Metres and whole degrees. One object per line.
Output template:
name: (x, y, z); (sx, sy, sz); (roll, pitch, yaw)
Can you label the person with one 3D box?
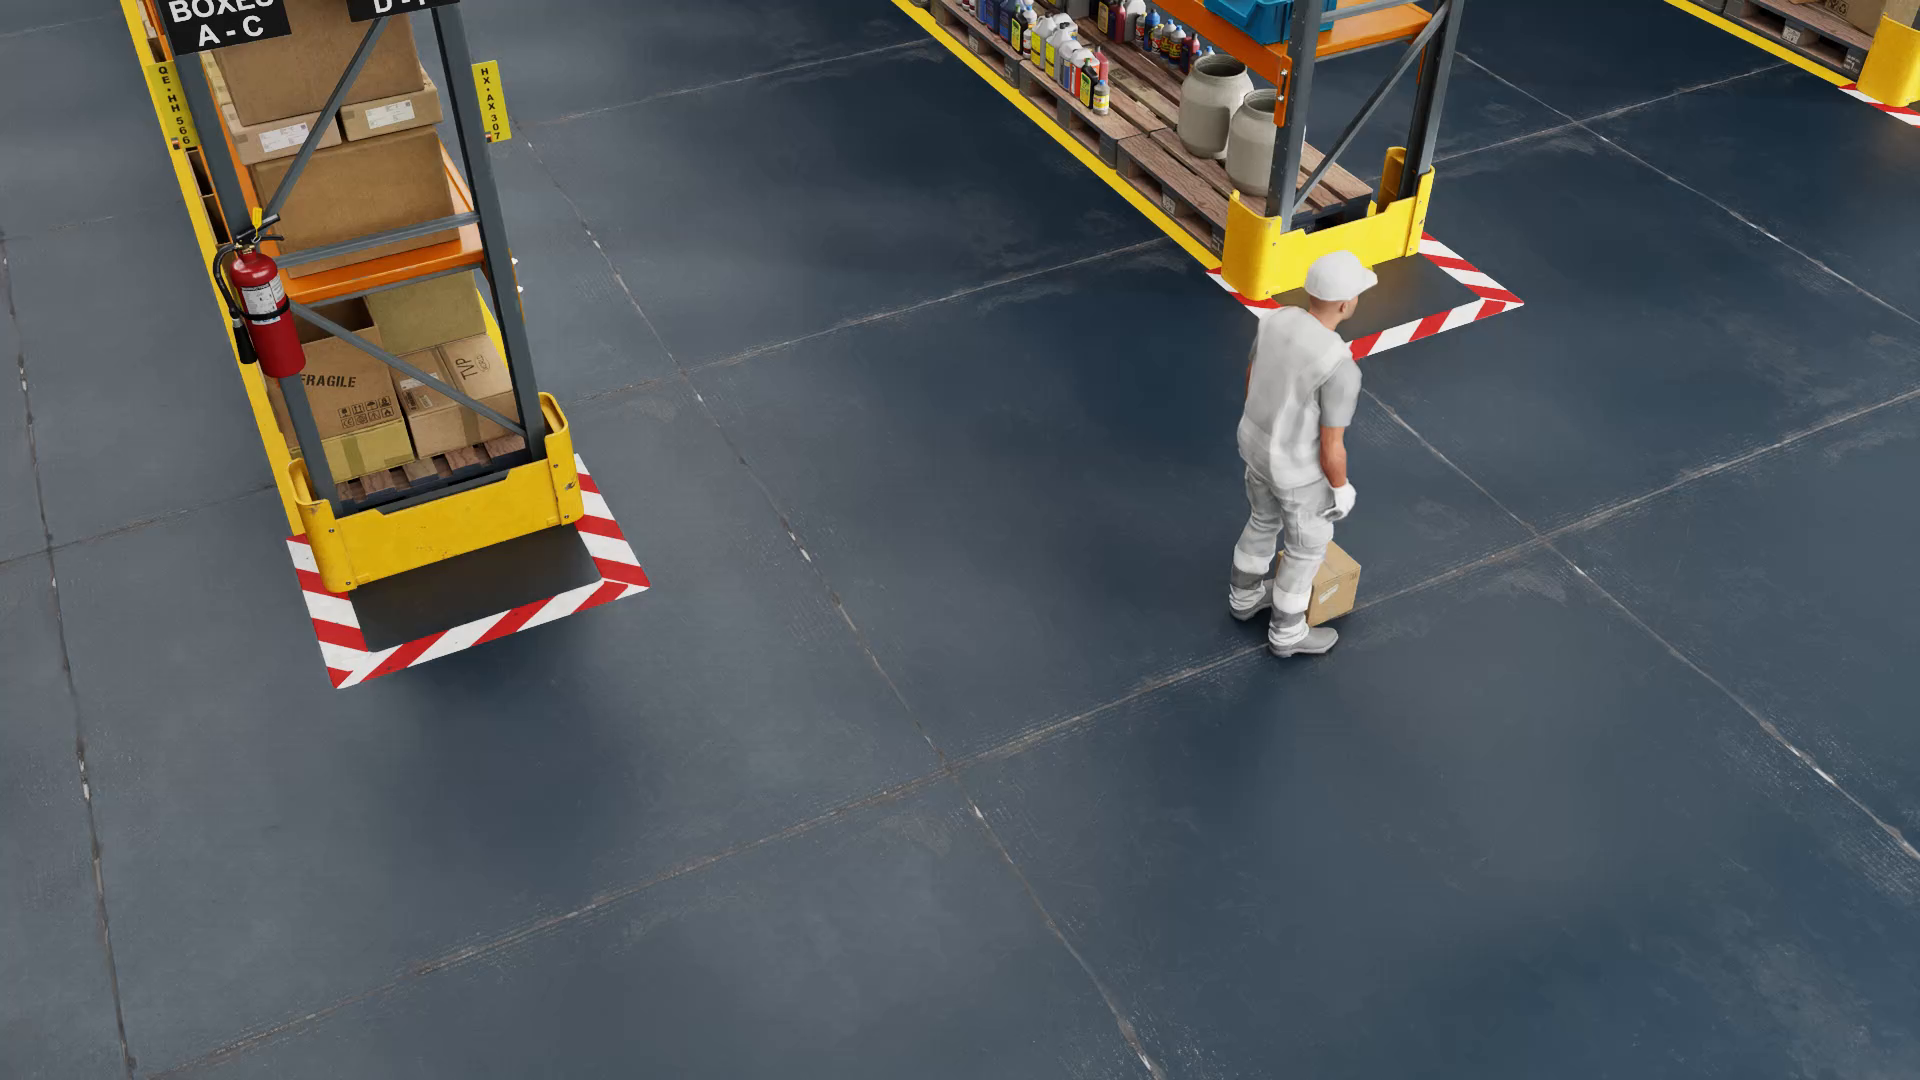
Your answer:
person: (1.325, -0.324, 6.521); (0.449, 1.779, 0.609); (-19, 44, -20)
